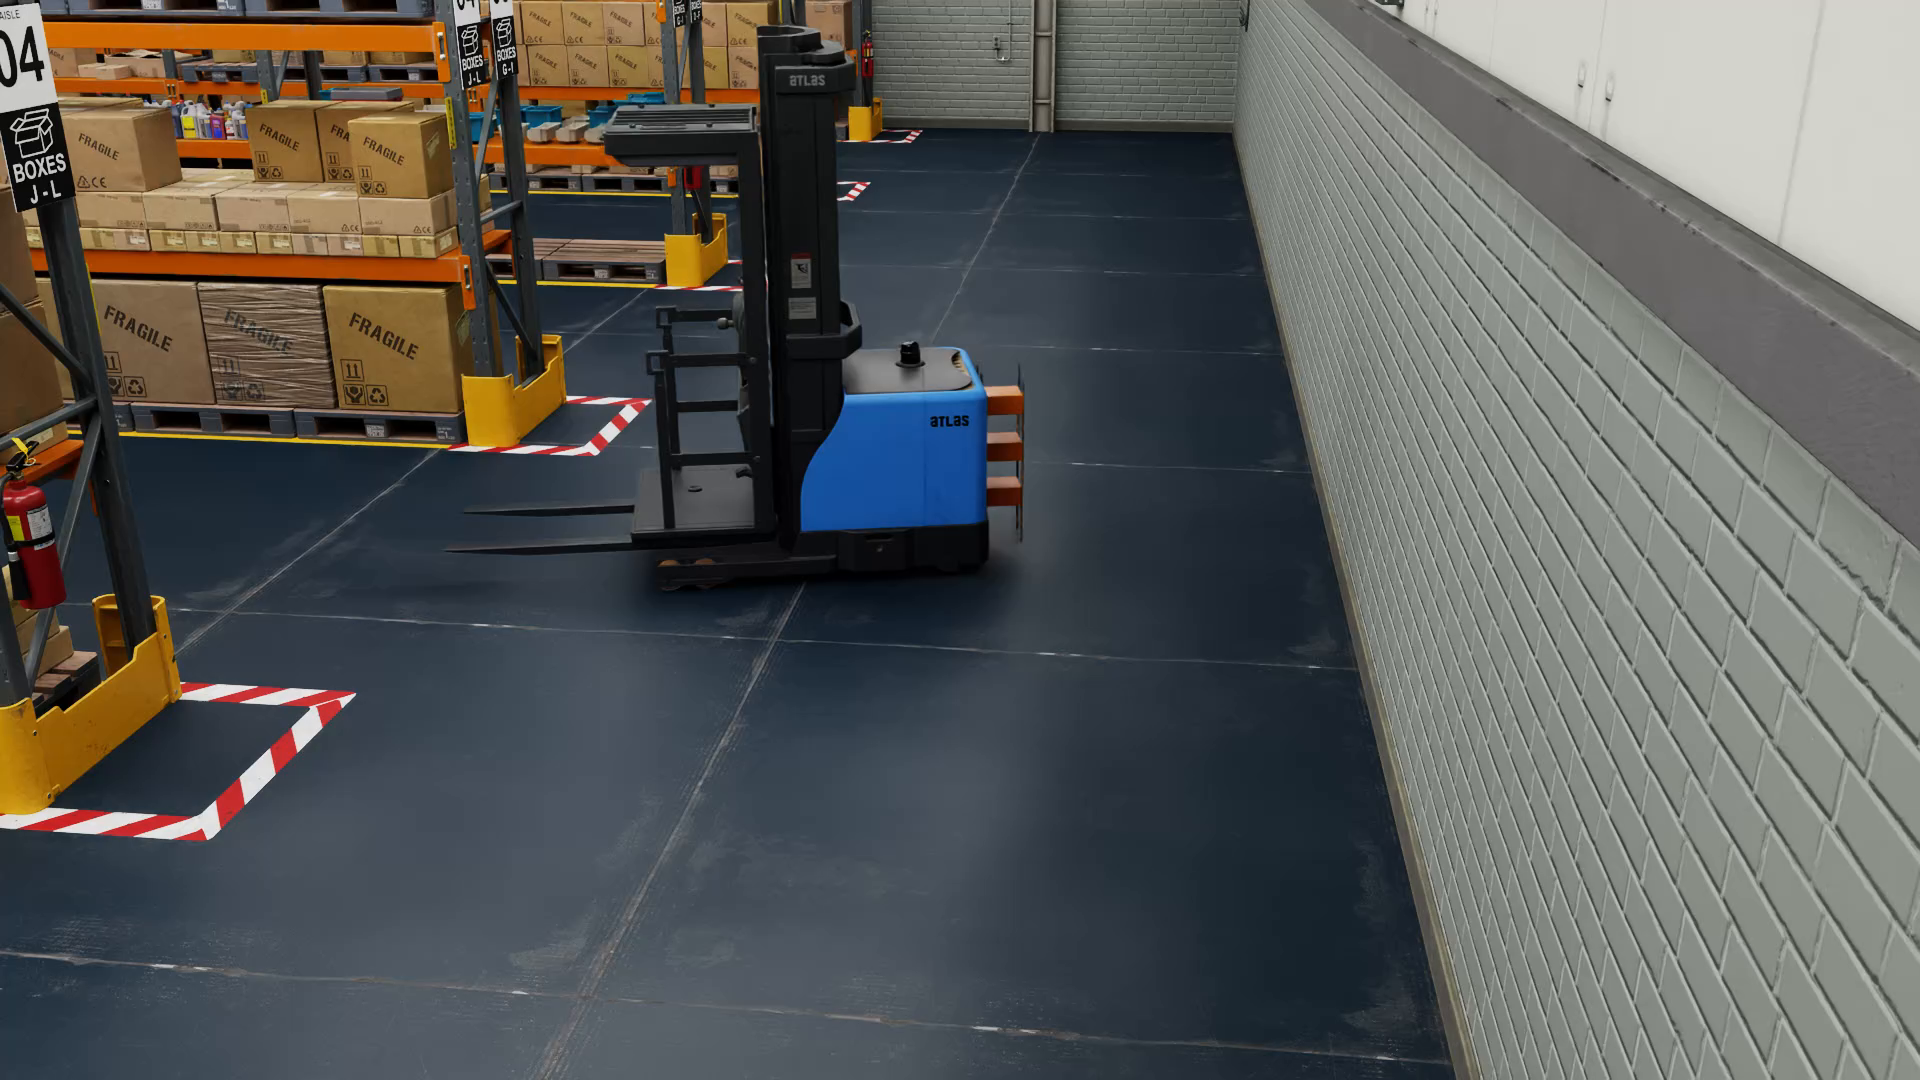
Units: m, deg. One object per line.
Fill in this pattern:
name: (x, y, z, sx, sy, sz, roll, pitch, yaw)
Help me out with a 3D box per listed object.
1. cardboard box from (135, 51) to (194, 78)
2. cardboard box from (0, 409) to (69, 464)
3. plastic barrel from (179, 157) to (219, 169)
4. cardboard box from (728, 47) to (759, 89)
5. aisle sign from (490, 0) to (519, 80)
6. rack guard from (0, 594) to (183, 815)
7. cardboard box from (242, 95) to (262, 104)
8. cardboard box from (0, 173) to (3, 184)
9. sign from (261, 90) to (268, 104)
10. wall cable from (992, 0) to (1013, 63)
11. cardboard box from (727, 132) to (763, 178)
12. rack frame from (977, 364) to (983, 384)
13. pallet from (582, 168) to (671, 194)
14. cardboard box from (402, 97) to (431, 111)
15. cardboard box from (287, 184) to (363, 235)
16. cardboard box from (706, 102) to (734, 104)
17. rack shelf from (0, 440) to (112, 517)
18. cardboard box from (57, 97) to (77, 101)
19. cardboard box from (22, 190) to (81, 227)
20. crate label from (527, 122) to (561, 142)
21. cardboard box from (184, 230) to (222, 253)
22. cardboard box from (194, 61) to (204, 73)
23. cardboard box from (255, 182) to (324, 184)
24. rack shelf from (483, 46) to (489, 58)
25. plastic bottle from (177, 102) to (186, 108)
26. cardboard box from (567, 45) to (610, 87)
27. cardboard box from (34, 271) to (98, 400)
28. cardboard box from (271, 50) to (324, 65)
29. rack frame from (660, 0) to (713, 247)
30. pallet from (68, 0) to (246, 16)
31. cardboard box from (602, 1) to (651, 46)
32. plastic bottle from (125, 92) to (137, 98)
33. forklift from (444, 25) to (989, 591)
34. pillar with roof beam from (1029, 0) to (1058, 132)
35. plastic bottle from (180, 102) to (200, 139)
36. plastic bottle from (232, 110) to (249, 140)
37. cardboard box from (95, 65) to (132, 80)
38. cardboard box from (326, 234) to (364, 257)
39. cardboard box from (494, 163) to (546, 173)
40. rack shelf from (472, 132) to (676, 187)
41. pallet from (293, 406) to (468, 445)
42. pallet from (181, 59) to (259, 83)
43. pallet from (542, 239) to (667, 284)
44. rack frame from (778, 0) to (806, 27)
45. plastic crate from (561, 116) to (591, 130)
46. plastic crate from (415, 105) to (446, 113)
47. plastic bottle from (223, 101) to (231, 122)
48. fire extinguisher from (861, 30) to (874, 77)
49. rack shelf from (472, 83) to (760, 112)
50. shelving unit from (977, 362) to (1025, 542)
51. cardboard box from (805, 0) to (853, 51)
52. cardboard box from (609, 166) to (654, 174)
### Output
cardboard box: (-10.363, -6.210, 21.689, 0.500, 0.311, 0.500, 4, 22, 10)
cardboard box: (-4.199, -0.468, 7.384, 0.250, 0.149, 0.380, 2, 22, 6)
plastic barrel: (-7.862, -3.518, 17.042, 0.708, 0.901, 0.600, 2, 22, 6)
cardboard box: (-2.539, -5.840, 20.497, 0.500, 0.500, 0.500, 3, 22, 8)
aisle sign: (-3.125, -3.573, 11.360, 0.004, 0.787, 0.394, 2, 22, 6)
rack guard: (-3.991, 0.709, 7.468, 0.348, 0.500, 1.175, 2, 22, 6)
cardboard box: (-11.143, -7.159, 26.769, 0.500, 0.500, 0.700, 2, 22, 6)
cardboard box: (-6.758, -2.733, 11.554, 0.500, 0.500, 0.500, 2, 22, 6)
sign: (-6.688, -4.167, 16.022, 0.005, 0.325, 0.100, 2, 22, 6)
wall cable: (-0.100, -8.445, 25.839, 1.851, 1.984, 0.084, 2, 22, 6)
cardboard box: (-2.631, -4.850, 20.928, 0.500, 0.500, 0.500, 2, 22, 6)
rack frame: (0.114, -0.501, 9.778, 0.008, 1.050, 0.200, -3, 22, -6)
pallet: (-4.138, -4.668, 21.461, 1.213, 0.211, 1.003, 2, 22, 6)
cardboard box: (-8.713, -7.145, 26.284, 0.750, 0.750, 0.750, 2, 22, 6)
cardboard box: (-4.248, -2.272, 11.406, 0.500, 0.250, 0.500, 2, 22, 5)
cardboard box: (-3.717, -6.773, 25.820, 0.500, 0.500, 0.700, 3, 22, 8)
rack shelf: (-5.902, -0.203, 7.351, 4.000, 0.370, 1.077, 2, 22, 6)
cardboard box: (-6.716, -2.925, 12.039, 0.500, 0.500, 0.500, 3, 22, 8)
cardboard box: (-6.275, -2.360, 11.628, 0.500, 0.250, 0.500, 2, 22, 6)
crate label: (-4.046, -3.961, 16.156, 0.243, 0.136, 0.396, 2, 22, 6)
cardboard box: (-5.142, -2.102, 11.518, 0.250, 0.149, 0.380, 3, 22, 7)
cardboard box: (-12.229, -7.549, 26.736, 0.500, 0.250, 0.500, 2, 22, 5)
cardboard box: (-4.692, -2.488, 11.953, 0.500, 0.250, 0.500, 2, 22, 4)
rack shelf: (-7.441, -7.608, 26.081, 4.000, 0.370, 1.077, 2, 22, 6)
plastic bottle: (-7.973, -4.325, 16.967, 0.135, 0.276, 0.152, 2, 22, 6)
cardboard box: (-4.555, -5.928, 20.719, 0.500, 0.500, 0.500, 2, 22, 6)
cardboard box: (-6.558, -1.580, 12.174, 0.875, 0.875, 0.875, 2, 22, 6)
cardboard box: (-8.482, -6.366, 21.256, 0.500, 0.500, 0.700, 7, 23, 16)
rack frame: (-2.649, -4.066, 16.143, 0.127, 3.000, 1.000, 2, 22, 6)
pallet: (-5.185, -3.691, 11.237, 1.213, 0.211, 1.003, 2, 22, 6)
cardboard box: (-4.064, -6.369, 20.473, 0.500, 0.500, 0.500, 3, 22, 8)
plastic bottle: (-8.537, -4.442, 17.162, 0.185, 0.351, 0.144, 2, 22, 6)
forklift: (-1.391, -1.288, 9.211, 3.031, 2.935, 1.130, -3, 22, -6)
pillar with roof beam: (0.793, -9.100, 20.717, 0.400, 9.000, 9.100, 2, 22, 6)
plastic bottle: (-7.572, -4.136, 16.389, 0.185, 0.351, 0.144, 2, 22, 6)
plastic bottle: (-7.051, -4.080, 16.349, 0.135, 0.276, 0.152, 2, 22, 6)
cardboard box: (-10.932, -6.041, 21.482, 0.250, 0.149, 0.380, 2, 22, 6)
cardboard box: (-4.133, -2.057, 11.406, 0.250, 0.149, 0.380, 3, 22, 6)
cardboard box: (-5.643, -4.904, 21.323, 0.500, 0.311, 0.500, 2, 22, 6)
rack shelf: (-4.635, -3.817, 16.494, 4.000, 0.370, 1.077, 2, 22, 6)
pallet: (-4.035, -0.966, 12.097, 1.213, 0.211, 1.003, 2, 22, 6)
pallet: (-9.325, -6.127, 21.619, 1.003, 0.211, 1.213, 2, 22, 6)
pallet: (-3.463, -2.819, 16.782, 1.213, 0.211, 1.003, 2, 22, 6)
rack frame: (-2.062, -5.874, 20.717, 0.127, 3.000, 1.000, 2, 22, 6)
plastic crate: (-3.838, -4.175, 16.698, 0.298, 0.136, 0.250, 2, 22, 6)
plastic crate: (-5.126, -4.078, 16.255, 0.530, 0.282, 0.437, 2, 22, 6)
plastic bottle: (-7.511, -4.369, 17.085, 0.097, 0.271, 0.097, 0, 22, 0)
fire extinguisher: (-1.387, -7.298, 24.933, 0.183, 0.674, 0.296, 2, 22, 6)
rack shelf: (-4.048, -5.626, 21.068, 4.000, 0.370, 1.077, 2, 22, 6)
shelving unit: (0.235, -0.506, 9.792, 0.252, 1.050, 0.215, -3, 22, -6)
cardboard box: (-1.991, -7.841, 25.284, 0.700, 0.700, 0.980, 3, 22, 9)
cardboard box: (-4.168, -5.011, 21.332, 0.637, 0.503, 0.797, 2, 22, 6)
